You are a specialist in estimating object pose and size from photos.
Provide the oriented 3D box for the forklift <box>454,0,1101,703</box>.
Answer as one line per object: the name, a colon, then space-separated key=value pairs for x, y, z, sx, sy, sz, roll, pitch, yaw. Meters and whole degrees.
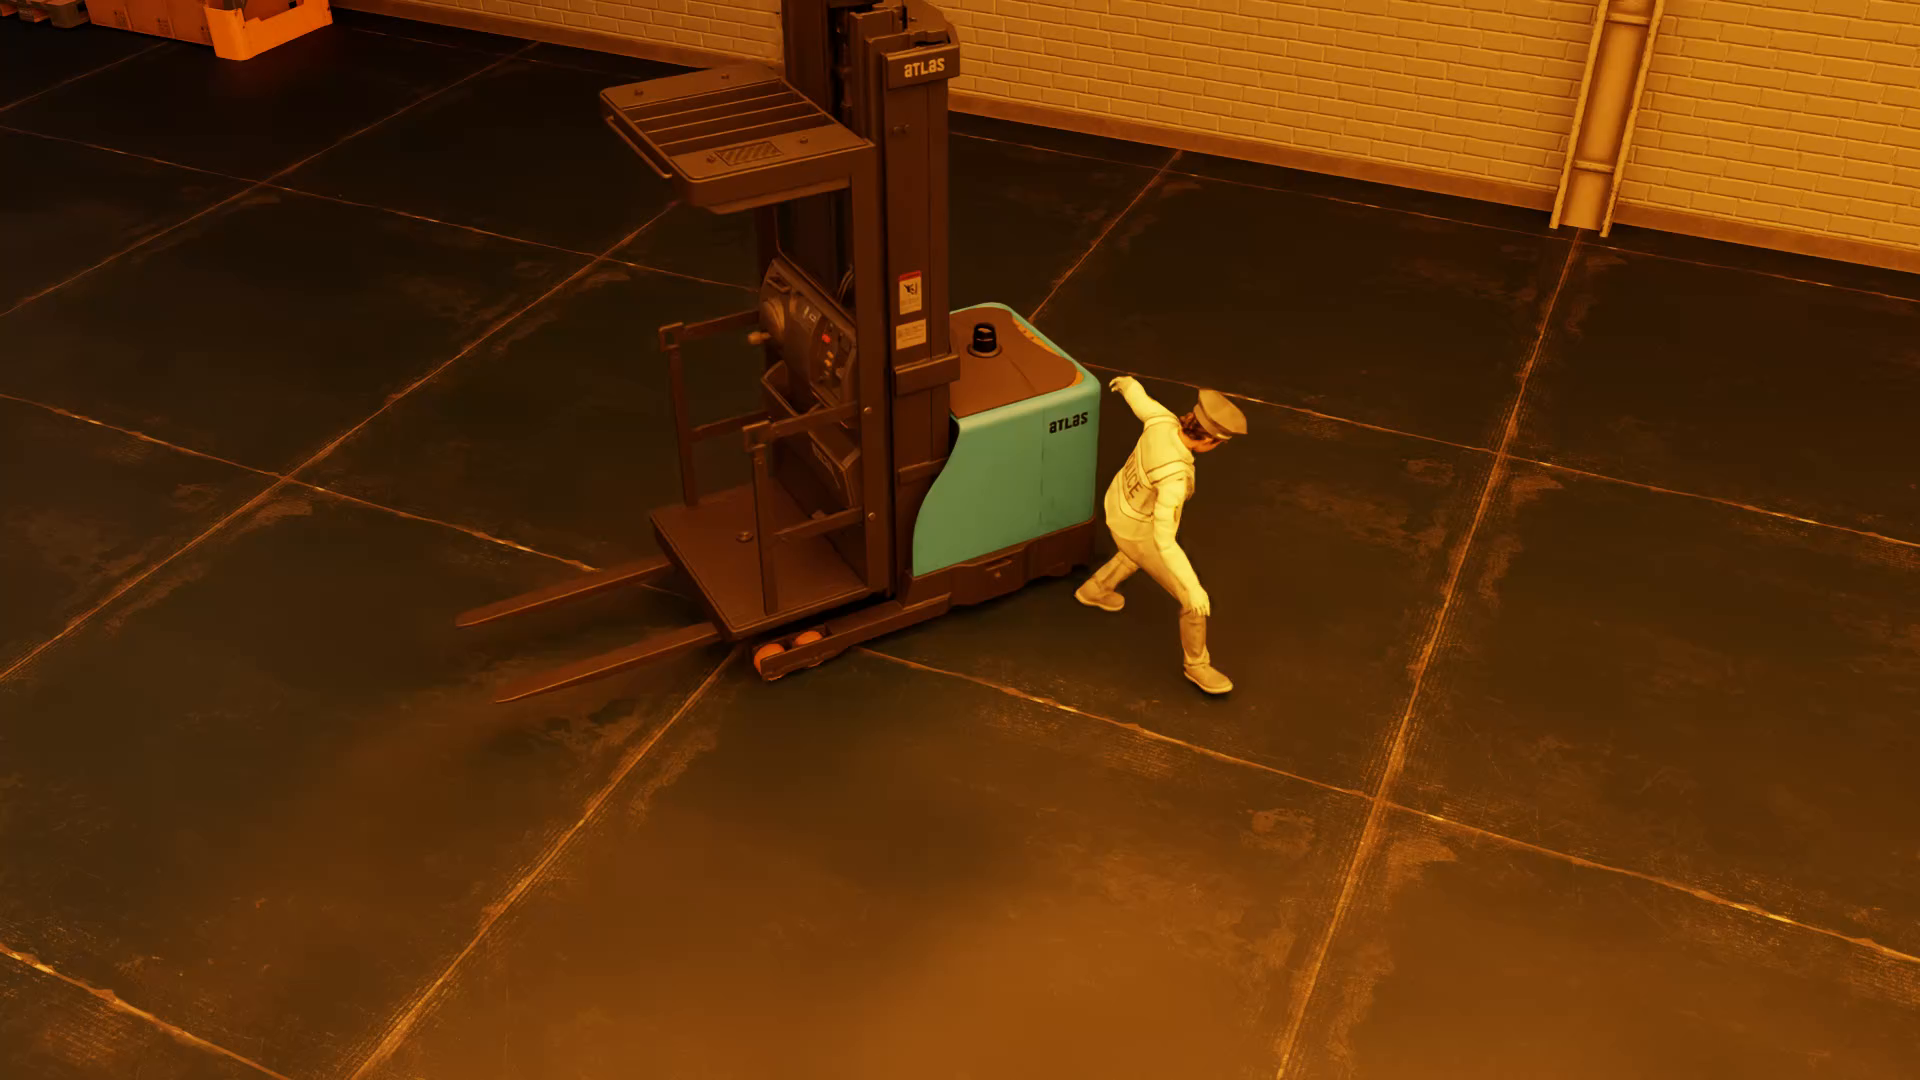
forklift: x=-0.861 y=-0.897 z=7.344 sx=3.031 sy=2.935 sz=1.130 roll=-18 pitch=39 yaw=-23

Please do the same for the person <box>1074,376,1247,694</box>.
person: x=0.894 y=-0.129 z=7.546 sx=0.707 sy=1.451 sz=1.095 roll=0 pitch=36 yaw=1
